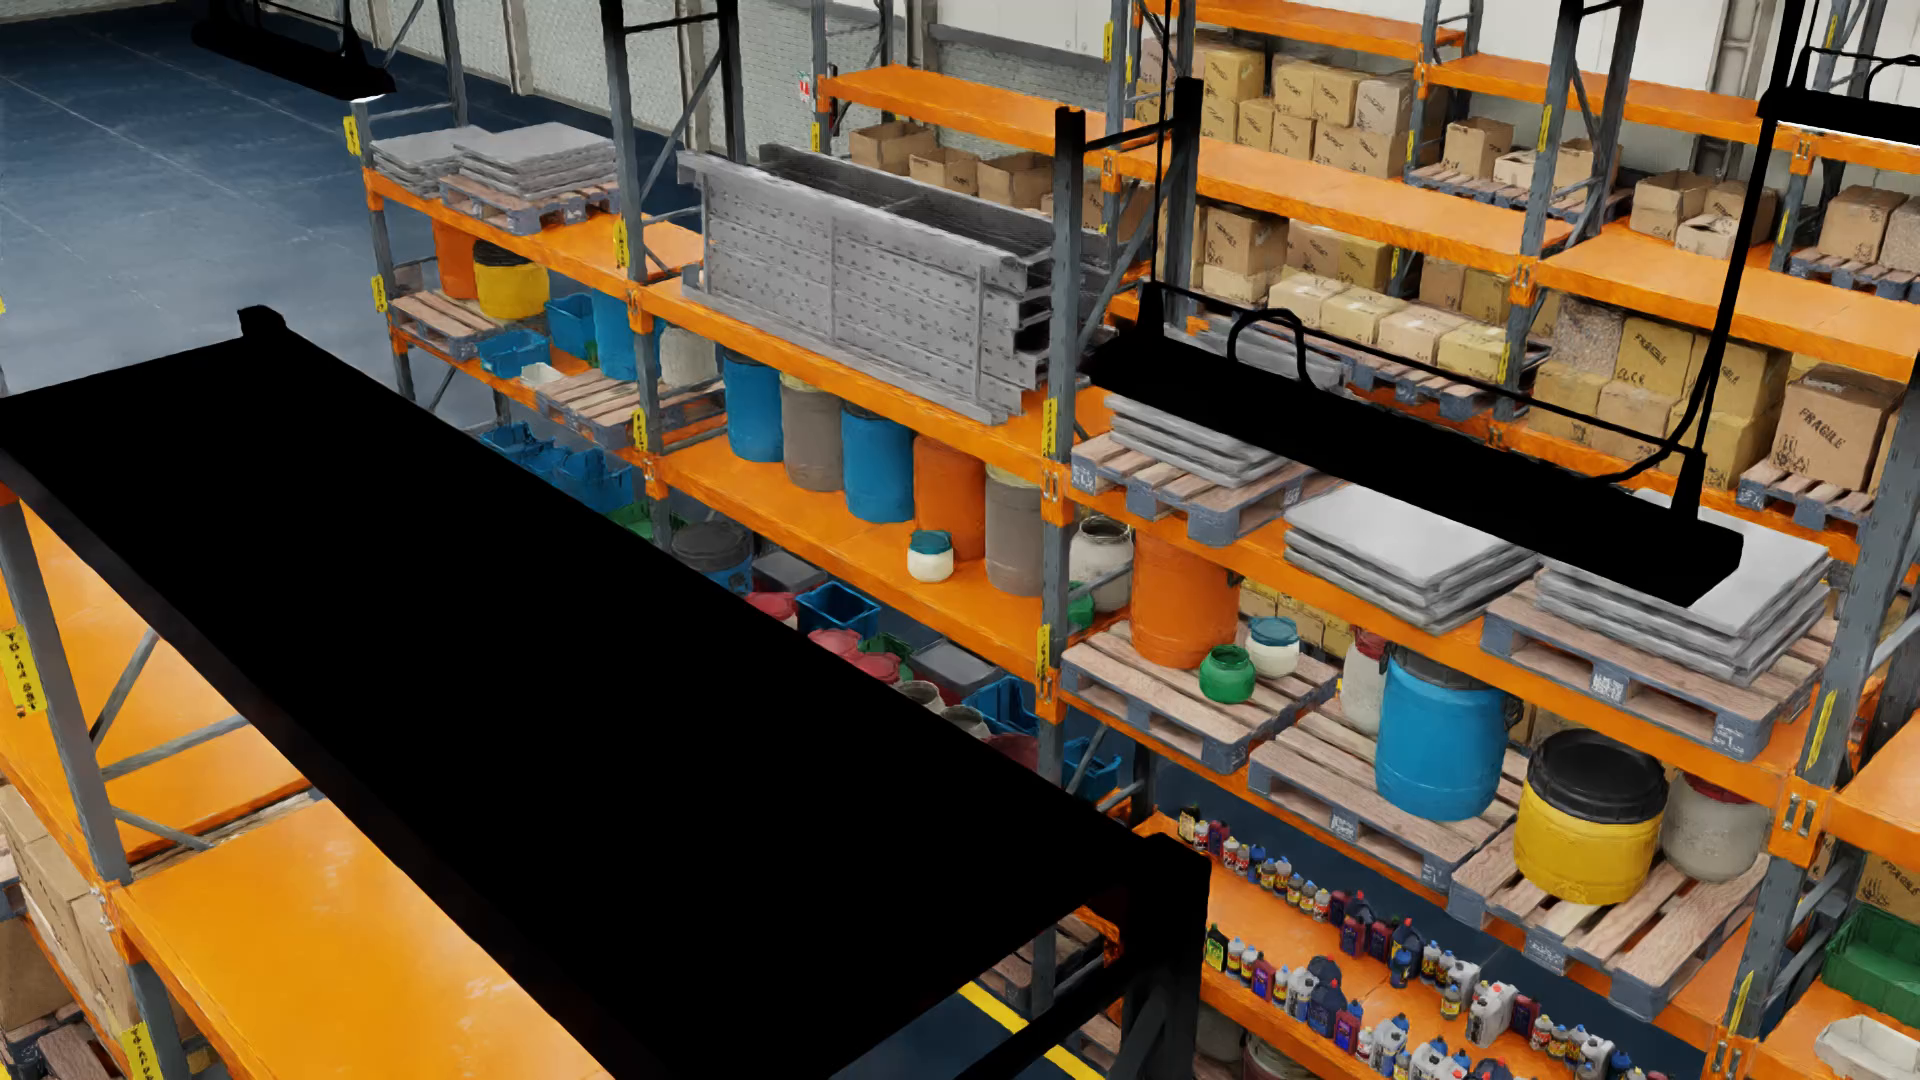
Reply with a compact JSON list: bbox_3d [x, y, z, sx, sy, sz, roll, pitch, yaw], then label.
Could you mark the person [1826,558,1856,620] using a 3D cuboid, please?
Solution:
[{"bbox_3d":[7.963,0.078,14.899,0.541,1.735,0.702,25,37,38],"label":"person"}]
